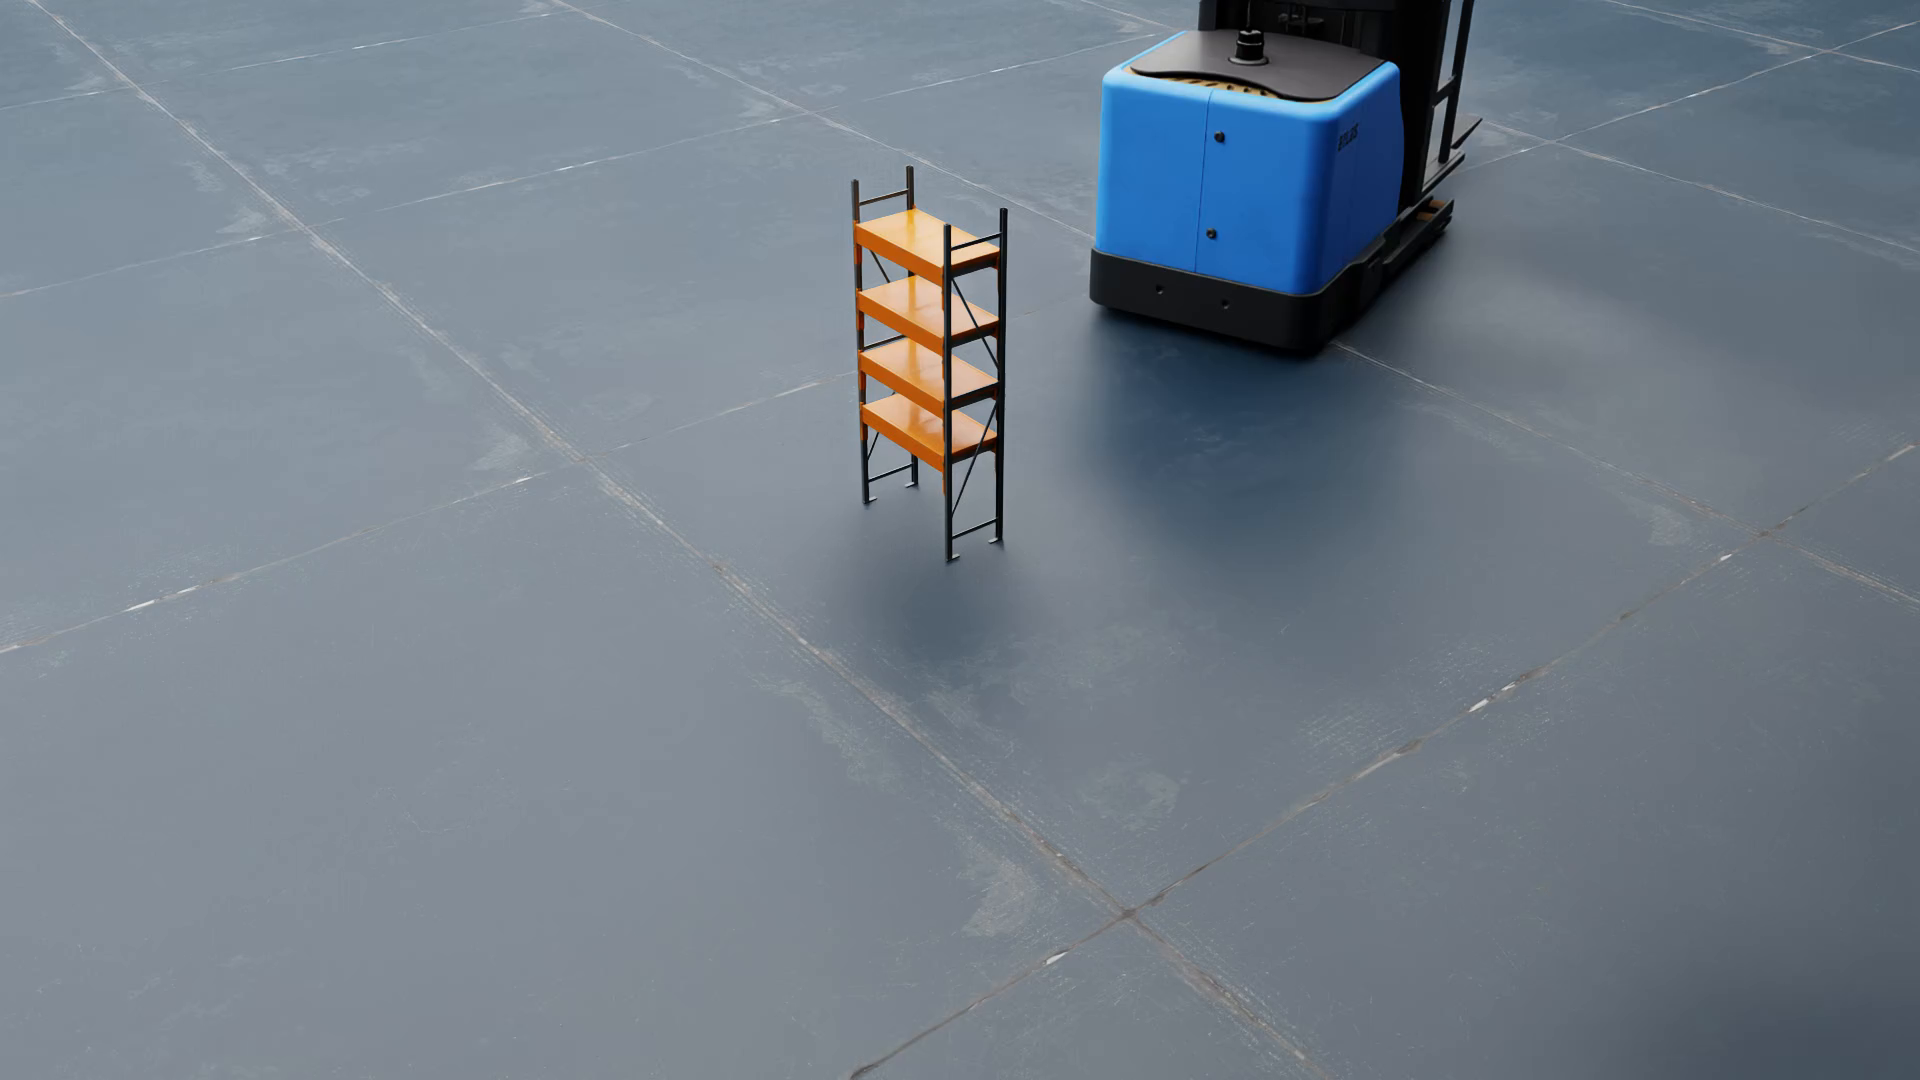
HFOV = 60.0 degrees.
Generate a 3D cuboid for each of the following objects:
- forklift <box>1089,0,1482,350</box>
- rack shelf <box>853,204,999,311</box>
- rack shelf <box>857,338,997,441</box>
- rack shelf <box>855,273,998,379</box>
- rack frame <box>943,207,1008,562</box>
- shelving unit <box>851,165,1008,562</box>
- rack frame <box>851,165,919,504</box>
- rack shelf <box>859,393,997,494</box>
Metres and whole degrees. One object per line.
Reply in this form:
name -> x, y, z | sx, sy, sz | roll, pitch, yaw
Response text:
forklift -> 1.766, -2.776, 7.442 | 1.130, 2.935, 3.031 | 18, 36, 26
rack shelf -> -0.101, -0.912, 5.337 | 0.258, 0.148, 0.480 | -22, 38, -31
rack shelf -> -0.101, -0.522, 5.580 | 0.258, 0.148, 0.480 | -22, 38, -31
rack shelf -> -0.101, -0.712, 5.462 | 0.258, 0.148, 0.480 | -22, 38, -31
rack frame -> 0.048, -0.477, 5.381 | 0.240, 1.200, 0.015 | -22, 38, -31
shelving unit -> -0.101, -0.579, 5.545 | 0.258, 1.200, 0.503 | -22, 38, -31
rack frame -> -0.251, -0.680, 5.708 | 0.240, 1.200, 0.015 | -22, 38, -31
rack shelf -> -0.102, -0.353, 5.685 | 0.258, 0.148, 0.480 | -22, 38, -31
